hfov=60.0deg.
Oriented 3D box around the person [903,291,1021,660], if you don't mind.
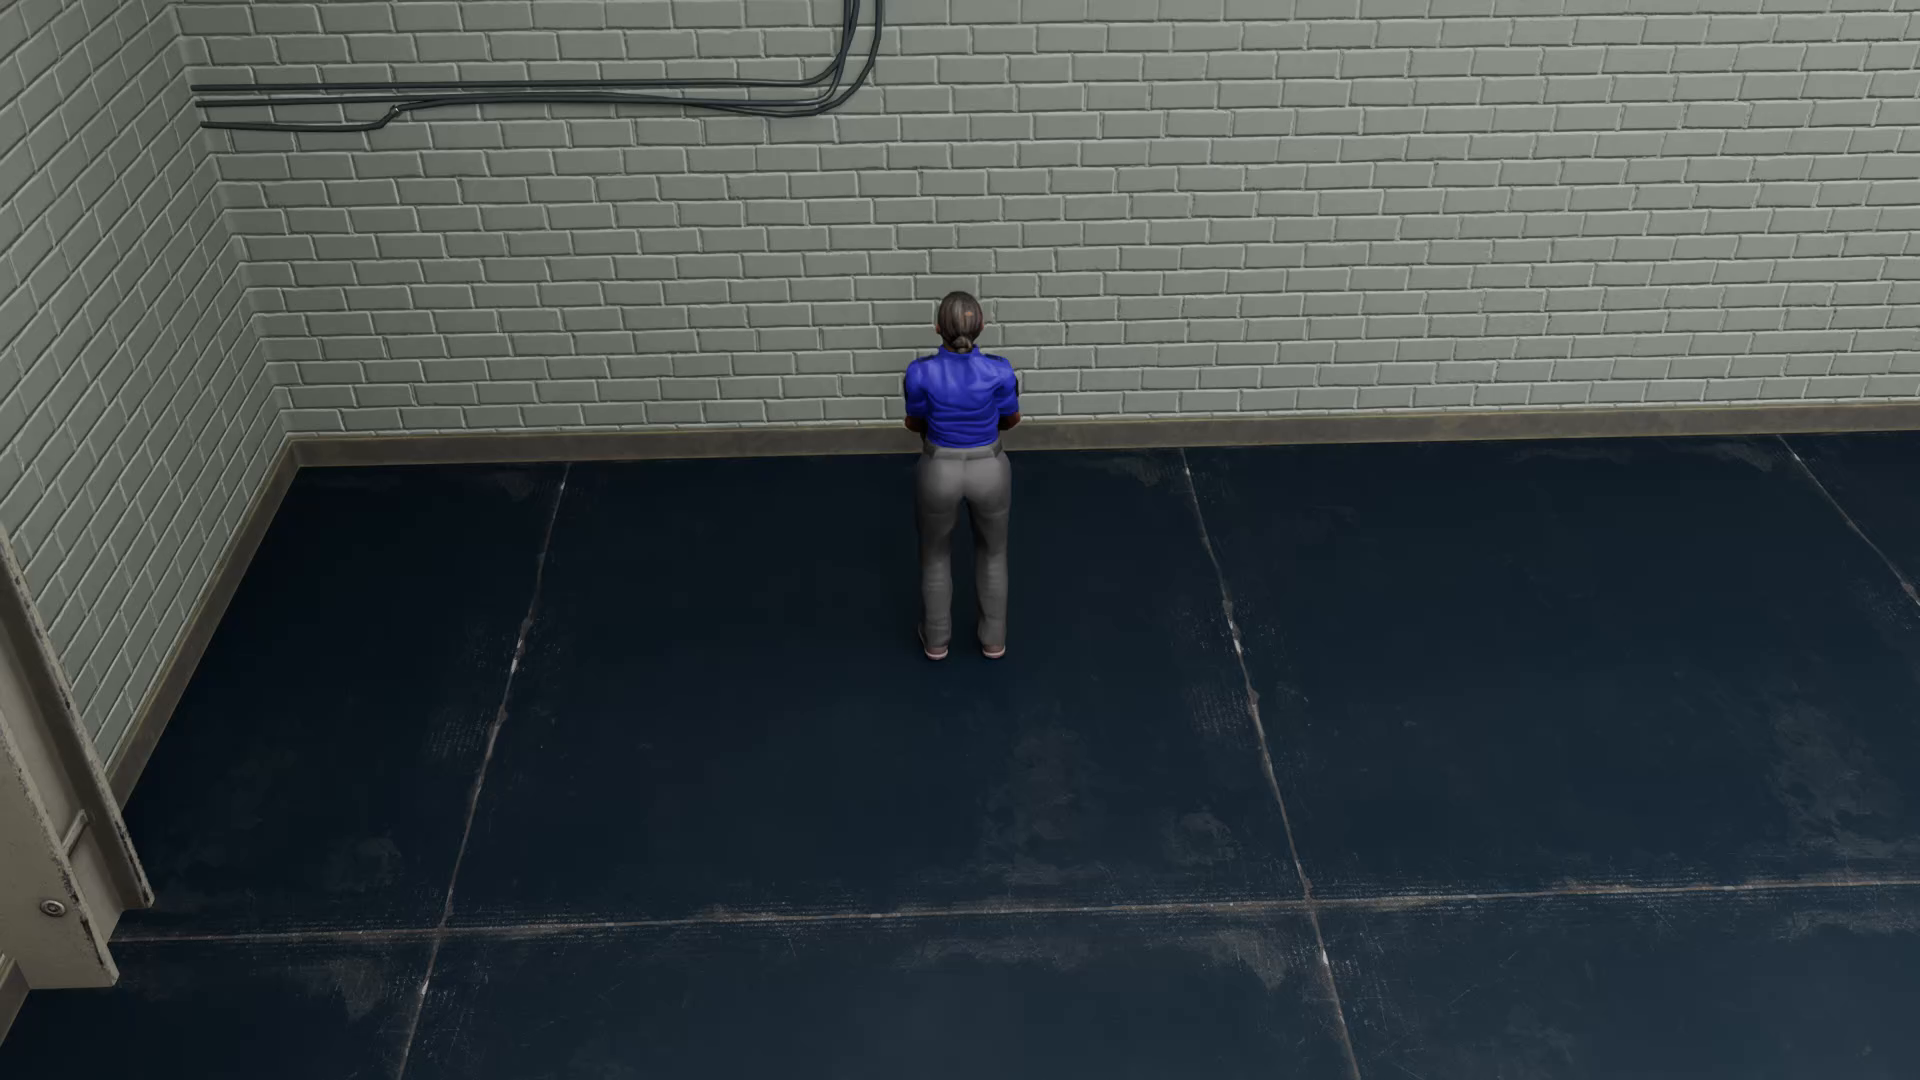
[{"bbox_3d":[0.008,-0.286,6.560,0.449,1.655,0.500,-1,35,-2],"label":"person"}]
